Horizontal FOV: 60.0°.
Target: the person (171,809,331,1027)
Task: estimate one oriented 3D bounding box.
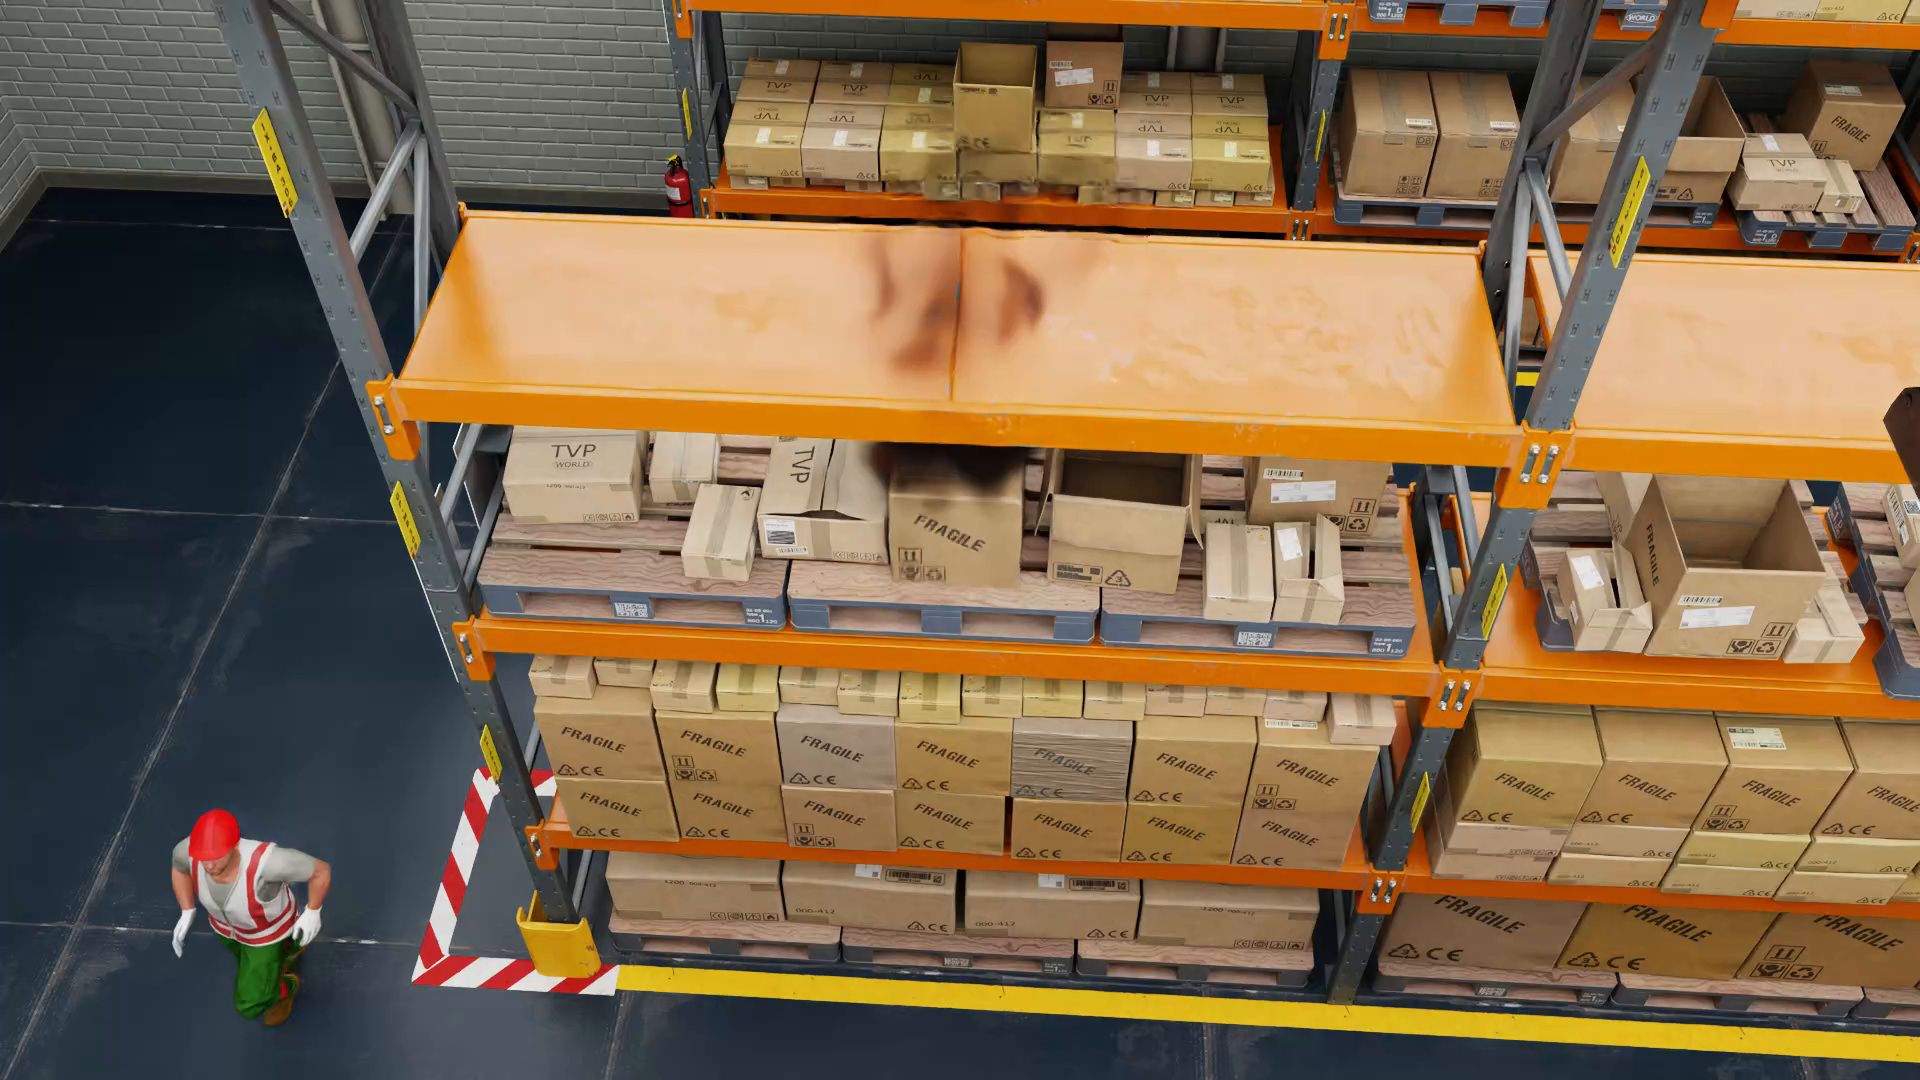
[{"bbox_3d":[10.924,-2.463,6.911,26.246,8.996,14.177,14,49,12],"label":"person"}]
